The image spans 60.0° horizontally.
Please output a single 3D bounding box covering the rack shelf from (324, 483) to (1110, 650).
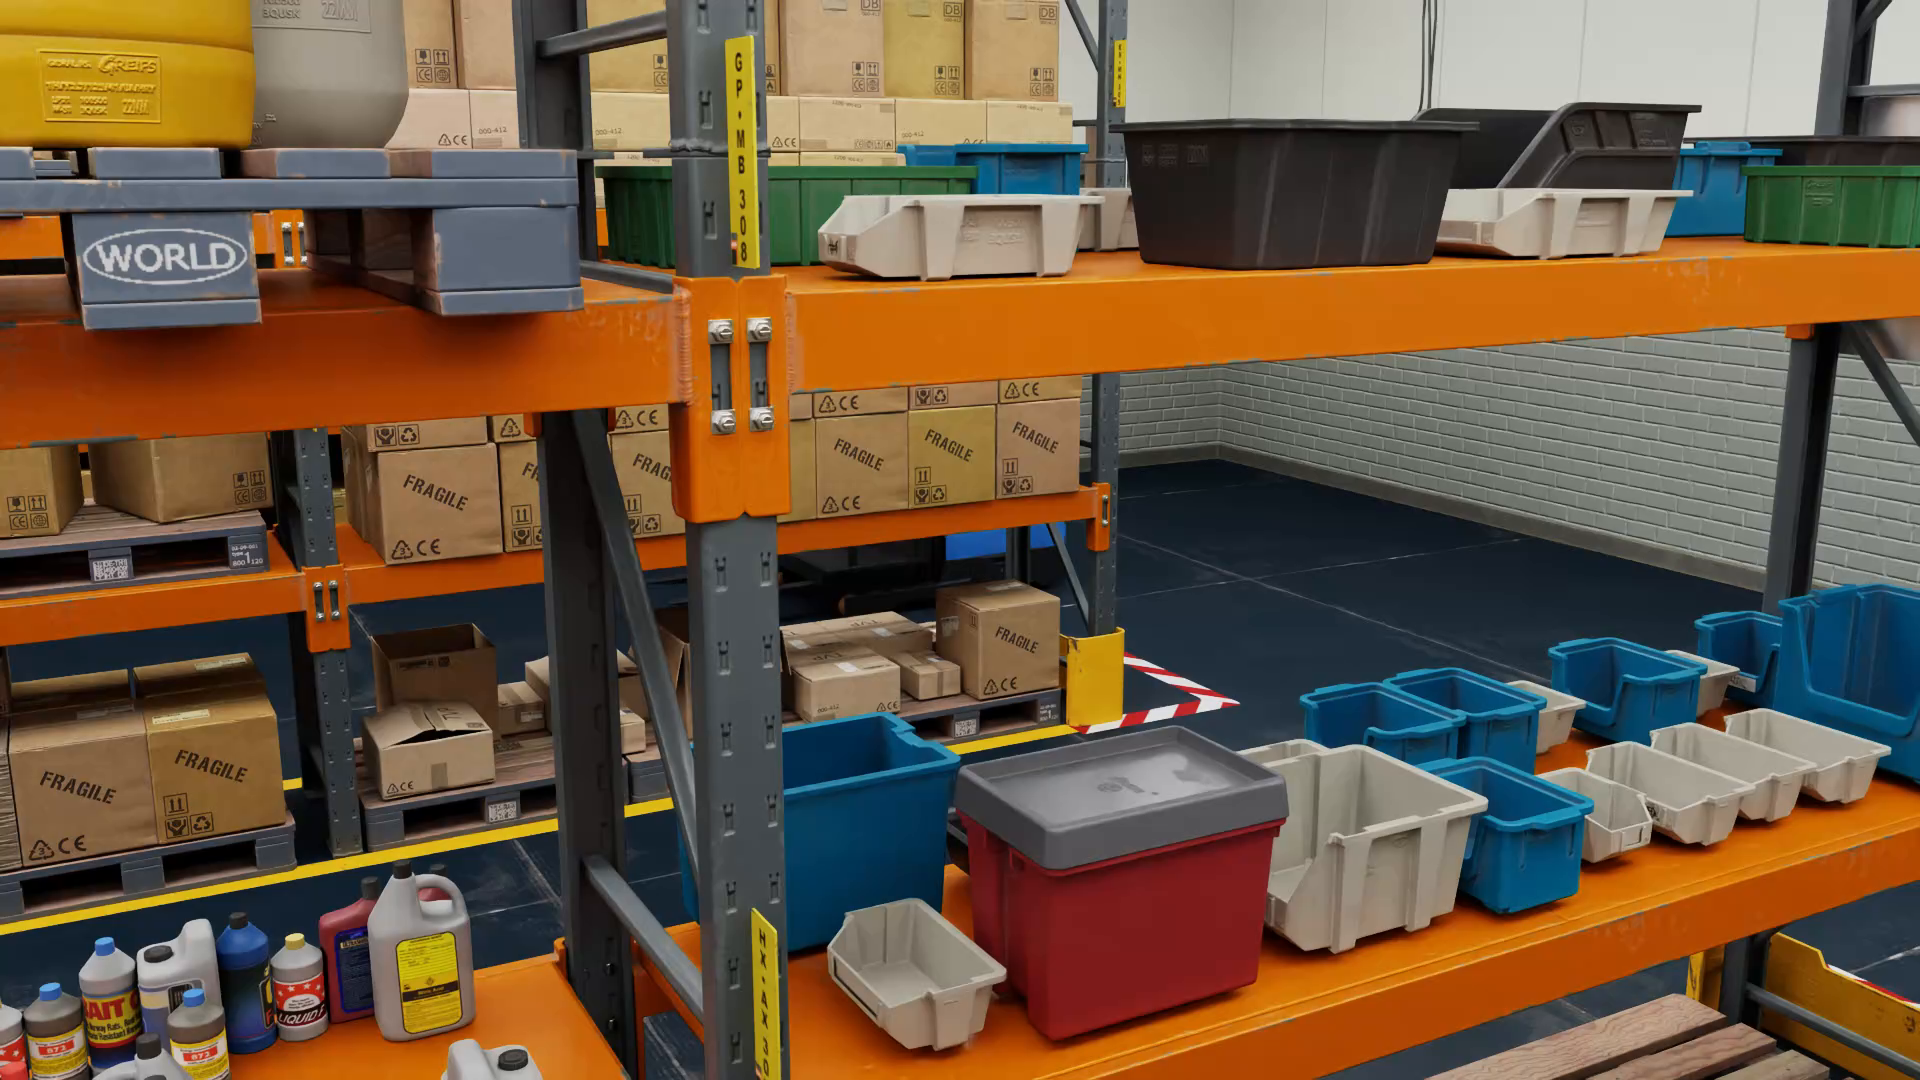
[{"bbox_3d":[-1.193,-0.015,8.480,4.000,0.370,1.077,-7,14,-28],"label":"rack shelf"}]

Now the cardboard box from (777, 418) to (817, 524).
[{"bbox_3d":[-1.037,-0.365,8.173,0.500,0.500,0.500,-7,14,-29],"label":"cardboard box"}]

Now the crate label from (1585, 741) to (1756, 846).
[{"bbox_3d":[1.809,0.661,4.305,0.243,0.136,0.396,-7,14,-28],"label":"crate label"}]

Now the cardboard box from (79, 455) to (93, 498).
[{"bbox_3d":[-5.834,-0.172,11.481,0.750,0.750,0.750,-7,14,-27],"label":"cardboard box"}]

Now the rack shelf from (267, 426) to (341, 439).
[{"bbox_3d":[-3.570,-0.969,12.721,4.000,0.370,1.077,-7,14,-28],"label":"rack shelf"}]

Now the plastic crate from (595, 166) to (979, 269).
[{"bbox_3d":[-0.352,-0.663,3.374,0.662,0.188,0.450,-7,14,-28],"label":"plastic crate"}]

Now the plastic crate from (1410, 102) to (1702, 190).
[{"bbox_3d":[1.460,-0.946,4.292,0.767,0.338,0.504,-7,14,-28],"label":"plastic crate"}]

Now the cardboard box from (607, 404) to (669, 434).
[{"bbox_3d":[-1.496,-0.795,7.807,0.500,0.500,0.500,-7,15,-30],"label":"cardboard box"}]

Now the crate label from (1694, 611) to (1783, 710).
[{"bbox_3d":[2.558,0.394,5.271,0.303,0.233,0.416,-7,14,-28],"label":"crate label"}]

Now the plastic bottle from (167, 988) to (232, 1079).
[{"bbox_3d":[-1.413,0.933,3.086,0.097,0.201,0.097,0,13,0],"label":"plastic bottle"}]

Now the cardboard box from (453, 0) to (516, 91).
[{"bbox_3d":[-2.033,-2.239,7.389,0.500,0.500,0.700,-7,14,-28],"label":"cardboard box"}]

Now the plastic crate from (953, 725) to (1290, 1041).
[{"bbox_3d":[0.325,0.694,3.412,0.583,0.464,0.402,-7,14,-28],"label":"plastic crate"}]

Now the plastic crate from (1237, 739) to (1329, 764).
[{"bbox_3d":[0.806,0.658,4.317,0.466,0.136,0.293,-7,14,-28],"label":"plastic crate"}]

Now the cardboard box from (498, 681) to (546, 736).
[{"bbox_3d":[-2.284,0.855,8.467,0.250,0.149,0.380,-7,14,-28],"label":"cardboard box"}]

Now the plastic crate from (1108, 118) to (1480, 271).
[{"bbox_3d":[0.643,-0.678,3.254,0.590,0.269,0.497,-7,14,-28],"label":"plastic crate"}]

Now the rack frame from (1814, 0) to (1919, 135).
[{"bbox_3d":[2.932,-2.548,4.434,0.127,3.000,1.000,-7,14,-28],"label":"rack frame"}]

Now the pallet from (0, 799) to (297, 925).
[{"bbox_3d":[-3.645,1.298,7.360,1.213,0.211,1.003,-7,14,-28],"label":"pallet"}]

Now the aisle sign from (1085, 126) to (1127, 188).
[{"bbox_3d":[0.769,-1.792,8.820,0.004,0.787,0.394,-7,14,-28],"label":"aisle sign"}]

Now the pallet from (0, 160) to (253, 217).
[{"bbox_3d":[-3.555,-1.472,6.913,1.003,0.211,1.213,-7,14,-28],"label":"pallet"}]

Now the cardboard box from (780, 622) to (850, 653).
[{"bbox_3d":[-0.929,0.659,9.111,0.500,0.250,0.500,-7,14,-28],"label":"cardboard box"}]

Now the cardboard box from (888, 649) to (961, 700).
[{"bbox_3d":[-0.196,0.722,9.022,0.250,0.166,0.380,-7,14,-28],"label":"cardboard box"}]

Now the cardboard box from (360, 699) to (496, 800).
[{"bbox_3d":[-2.477,0.940,7.724,0.500,0.311,0.500,-7,14,-28],"label":"cardboard box"}]

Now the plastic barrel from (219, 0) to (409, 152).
[{"bbox_3d":[-1.161,-0.928,2.801,0.433,0.535,0.433,0,13,0],"label":"plastic barrel"}]

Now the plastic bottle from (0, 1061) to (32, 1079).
[{"bbox_3d":[-1.460,0.975,2.556,0.185,0.351,0.144,-7,14,-28],"label":"plastic bottle"}]

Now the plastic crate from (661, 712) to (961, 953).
[{"bbox_3d":[-0.332,0.664,3.729,0.575,0.384,0.392,-7,14,-28],"label":"plastic crate"}]

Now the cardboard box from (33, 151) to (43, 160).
[{"bbox_3d":[-4.002,-1.807,6.565,0.600,0.600,0.600,-7,14,-28],"label":"cardboard box"}]

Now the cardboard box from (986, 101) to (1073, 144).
[{"bbox_3d":[0.233,-2.107,8.510,0.500,0.250,0.500,-7,14,-28],"label":"cardboard box"}]

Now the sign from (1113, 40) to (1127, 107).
[{"bbox_3d":[0.810,-2.362,8.425,0.005,0.325,0.100,-7,14,-28],"label":"sign"}]

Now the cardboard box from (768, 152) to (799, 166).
[{"bbox_3d":[-1.086,-1.706,7.868,0.500,0.250,0.500,-7,14,-28],"label":"cardboard box"}]

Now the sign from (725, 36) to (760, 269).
[{"bbox_3d":[-0.317,-0.562,2.421,0.005,0.325,0.100,-7,14,-28],"label":"sign"}]

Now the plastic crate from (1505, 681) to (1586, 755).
[{"bbox_3d":[1.641,0.530,4.886,0.298,0.136,0.250,-7,14,-28],"label":"plastic crate"}]

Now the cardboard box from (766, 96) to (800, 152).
[{"bbox_3d":[-1.082,-1.948,7.806,0.500,0.250,0.500,-7,14,-28],"label":"cardboard box"}]

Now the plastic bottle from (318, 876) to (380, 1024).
[{"bbox_3d":[-1.222,0.827,3.367,0.133,0.283,0.061,-7,14,-28],"label":"plastic bottle"}]

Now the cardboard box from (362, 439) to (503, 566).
[{"bbox_3d":[-2.371,-0.205,7.460,0.500,0.500,0.500,-6,14,-26],"label":"cardboard box"}]

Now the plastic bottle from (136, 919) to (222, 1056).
[{"bbox_3d":[-1.489,0.874,3.176,0.135,0.276,0.152,-7,14,-28],"label":"plastic bottle"}]

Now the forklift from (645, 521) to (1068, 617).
[{"bbox_3d":[-0.746,-1.029,11.507,3.031,2.935,1.130,-7,15,-30],"label":"forklift"}]

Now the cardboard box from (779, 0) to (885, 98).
[{"bbox_3d":[-0.748,-2.409,8.145,0.500,0.500,0.700,-7,14,-28],"label":"cardboard box"}]

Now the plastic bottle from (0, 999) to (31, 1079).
[{"bbox_3d":[-1.774,0.938,3.062,0.097,0.201,0.097,0,13,0],"label":"plastic bottle"}]

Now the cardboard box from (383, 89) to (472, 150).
[{"bbox_3d":[-2.403,-1.793,7.113,0.500,0.250,0.500,-7,14,-28],"label":"cardboard box"}]

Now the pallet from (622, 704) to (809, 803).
[{"bbox_3d":[-1.273,1.004,8.667,1.213,0.211,1.003,-7,14,-28],"label":"pallet"}]

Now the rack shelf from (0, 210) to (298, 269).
[{"bbox_3d":[-4.704,-1.057,6.281,4.000,0.370,1.077,-7,14,-28],"label":"rack shelf"}]

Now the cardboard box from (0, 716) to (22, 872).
[{"bbox_3d":[-4.123,1.060,6.759,0.500,0.500,0.500,-7,14,-27],"label":"cardboard box"}]

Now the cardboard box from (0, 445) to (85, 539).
[{"bbox_3d":[-4.045,-0.317,7.004,0.500,0.500,0.700,-4,13,-19],"label":"cardboard box"}]

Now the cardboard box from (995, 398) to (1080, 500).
[{"bbox_3d":[0.299,-0.525,8.883,0.500,0.500,0.500,-6,14,-26],"label":"cardboard box"}]

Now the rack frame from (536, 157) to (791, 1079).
[{"bbox_3d":[-0.579,0.800,3.223,0.127,3.000,1.000,-7,14,-28],"label":"rack frame"}]

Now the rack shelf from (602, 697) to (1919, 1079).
[{"bbox_3d":[1.177,0.940,4.237,4.000,0.370,1.077,-7,14,-28],"label":"rack shelf"}]

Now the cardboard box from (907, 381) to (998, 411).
[{"bbox_3d":[-0.140,-0.959,8.535,0.500,0.500,0.500,-6,14,-26],"label":"cardboard box"}]
